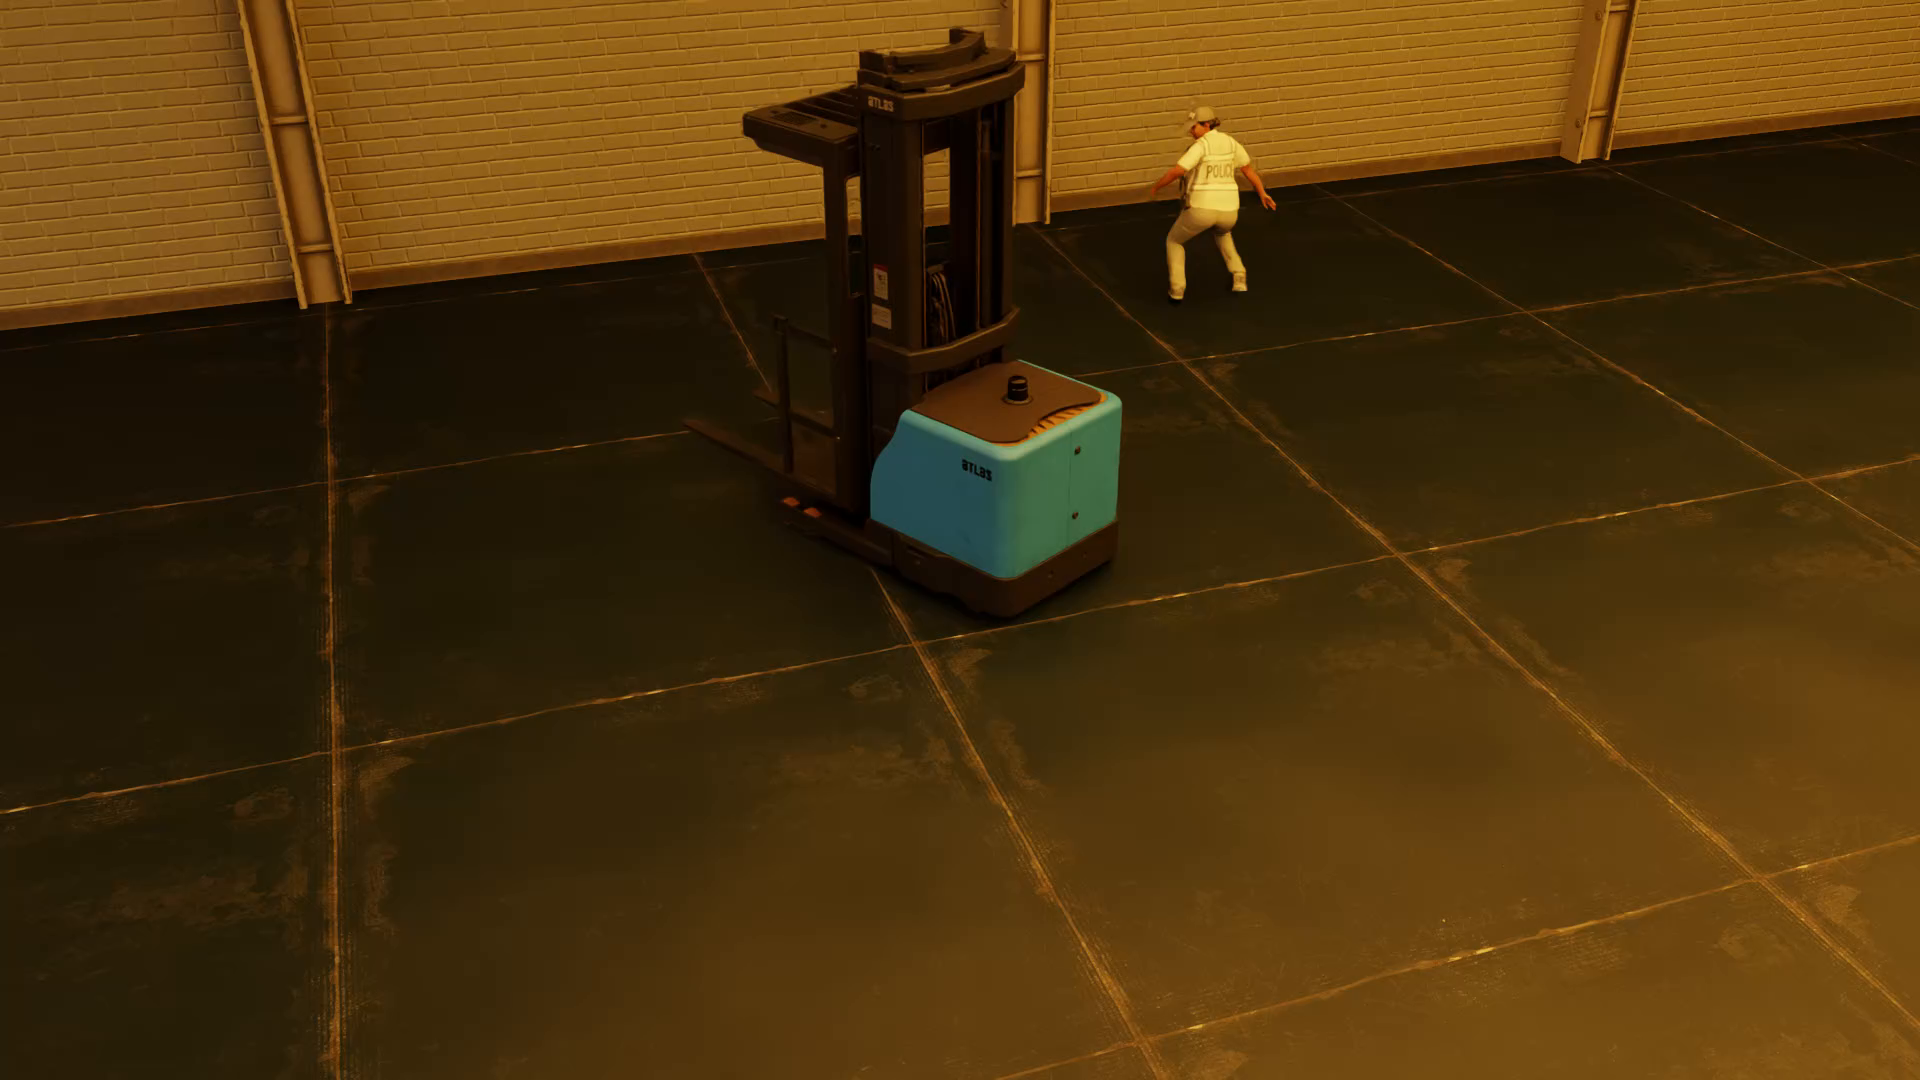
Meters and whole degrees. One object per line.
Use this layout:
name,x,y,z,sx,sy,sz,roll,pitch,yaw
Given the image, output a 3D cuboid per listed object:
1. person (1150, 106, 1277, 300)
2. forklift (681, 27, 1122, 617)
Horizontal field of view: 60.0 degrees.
person,2.010,-2.629,13.184,0.936,1.567,0.520,-12,32,-20
forklift,-0.502,-1.467,9.637,3.031,2.935,1.130,25,38,36
